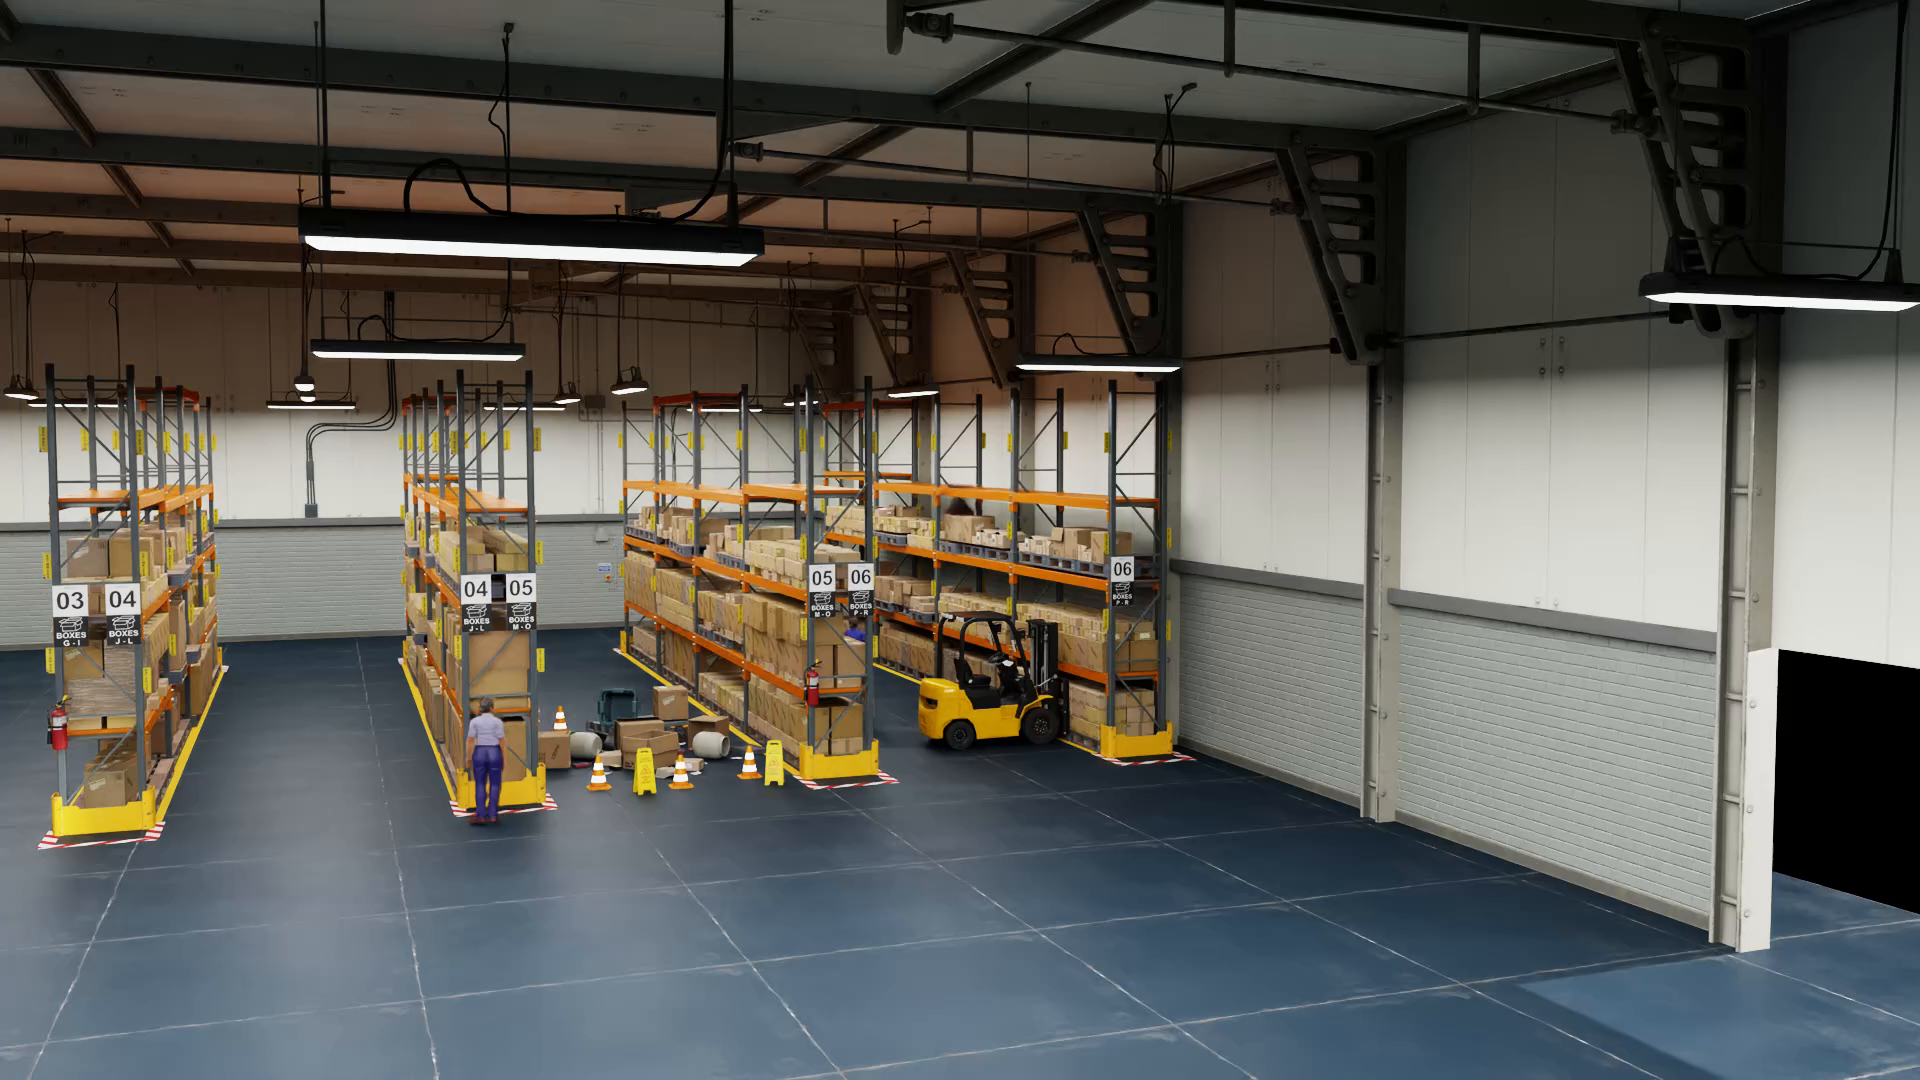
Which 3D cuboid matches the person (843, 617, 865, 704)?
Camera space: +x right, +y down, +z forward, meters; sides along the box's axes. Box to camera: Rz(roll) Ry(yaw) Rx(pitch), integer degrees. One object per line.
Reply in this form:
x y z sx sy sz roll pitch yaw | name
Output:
-1.904 2.222 30.053 0.475 1.688 0.761 -1 3 -17 | person

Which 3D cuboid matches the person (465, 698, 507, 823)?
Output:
-6.241 2.916 21.891 0.558 1.663 0.409 0 3 -3 | person
